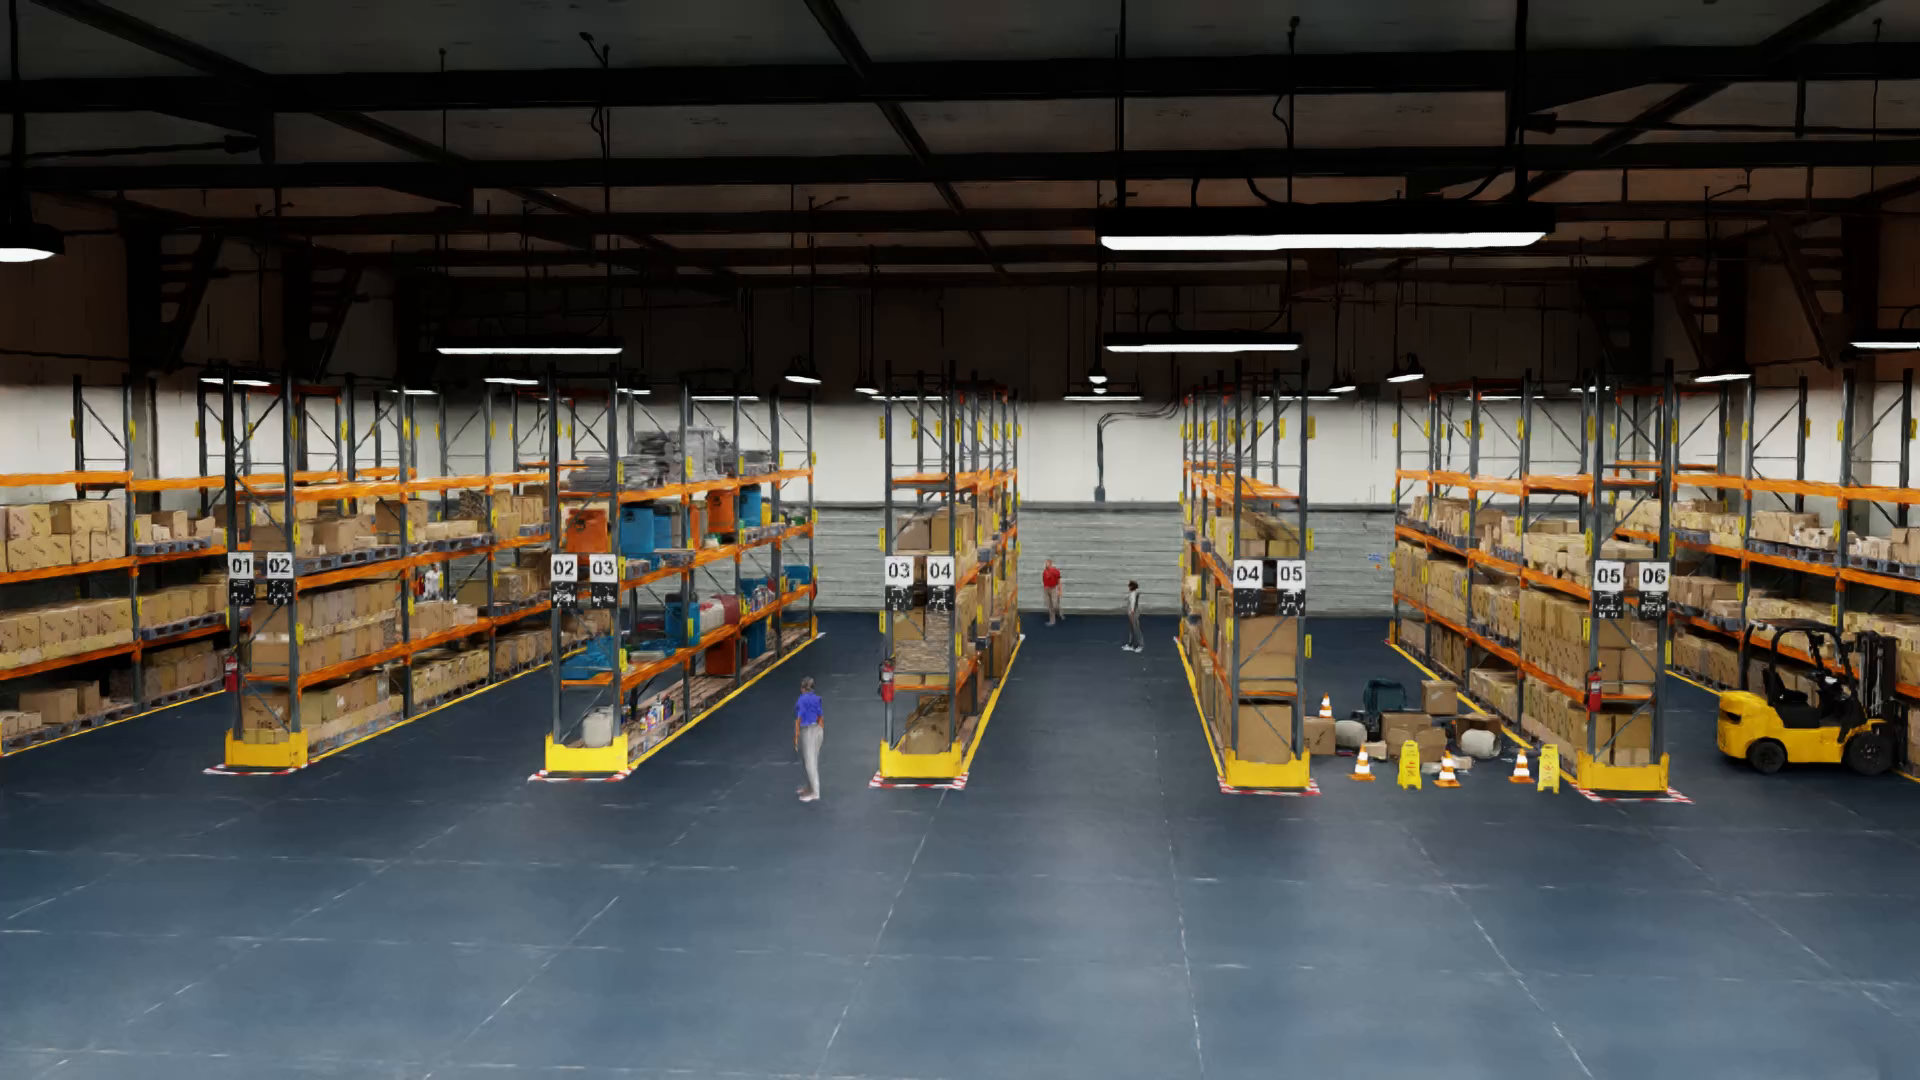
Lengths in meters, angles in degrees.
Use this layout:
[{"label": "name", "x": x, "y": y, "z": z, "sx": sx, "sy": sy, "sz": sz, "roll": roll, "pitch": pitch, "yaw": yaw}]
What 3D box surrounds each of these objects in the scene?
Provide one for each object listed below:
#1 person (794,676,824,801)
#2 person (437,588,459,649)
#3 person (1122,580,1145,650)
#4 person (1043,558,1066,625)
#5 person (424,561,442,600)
[{"label": "person", "x": -2.076, "y": 2.673, "z": 22.653, "sx": 0.556, "sy": 1.650, "sz": 0.588, "roll": 2, "pitch": 4, "yaw": 31}, {"label": "person", "x": -11.168, "y": 1.815, "z": 36.247, "sx": 0.592, "sy": 1.625, "sz": 0.531, "roll": 0, "pitch": 4, "yaw": 3}, {"label": "person", "x": 3.963, "y": 1.705, "z": 37.978, "sx": 0.528, "sy": 1.587, "sz": 0.597, "roll": 1, "pitch": 4, "yaw": 10}, {"label": "person", "x": 2.433, "y": 1.319, "z": 43.022, "sx": 0.605, "sy": 1.721, "sz": 0.550, "roll": 3, "pitch": 5, "yaw": 43}, {"label": "person", "x": -13.620, "y": 1.350, "z": 42.983, "sx": 0.524, "sy": 1.664, "sz": 0.534, "roll": -2, "pitch": 4, "yaw": -31}]
